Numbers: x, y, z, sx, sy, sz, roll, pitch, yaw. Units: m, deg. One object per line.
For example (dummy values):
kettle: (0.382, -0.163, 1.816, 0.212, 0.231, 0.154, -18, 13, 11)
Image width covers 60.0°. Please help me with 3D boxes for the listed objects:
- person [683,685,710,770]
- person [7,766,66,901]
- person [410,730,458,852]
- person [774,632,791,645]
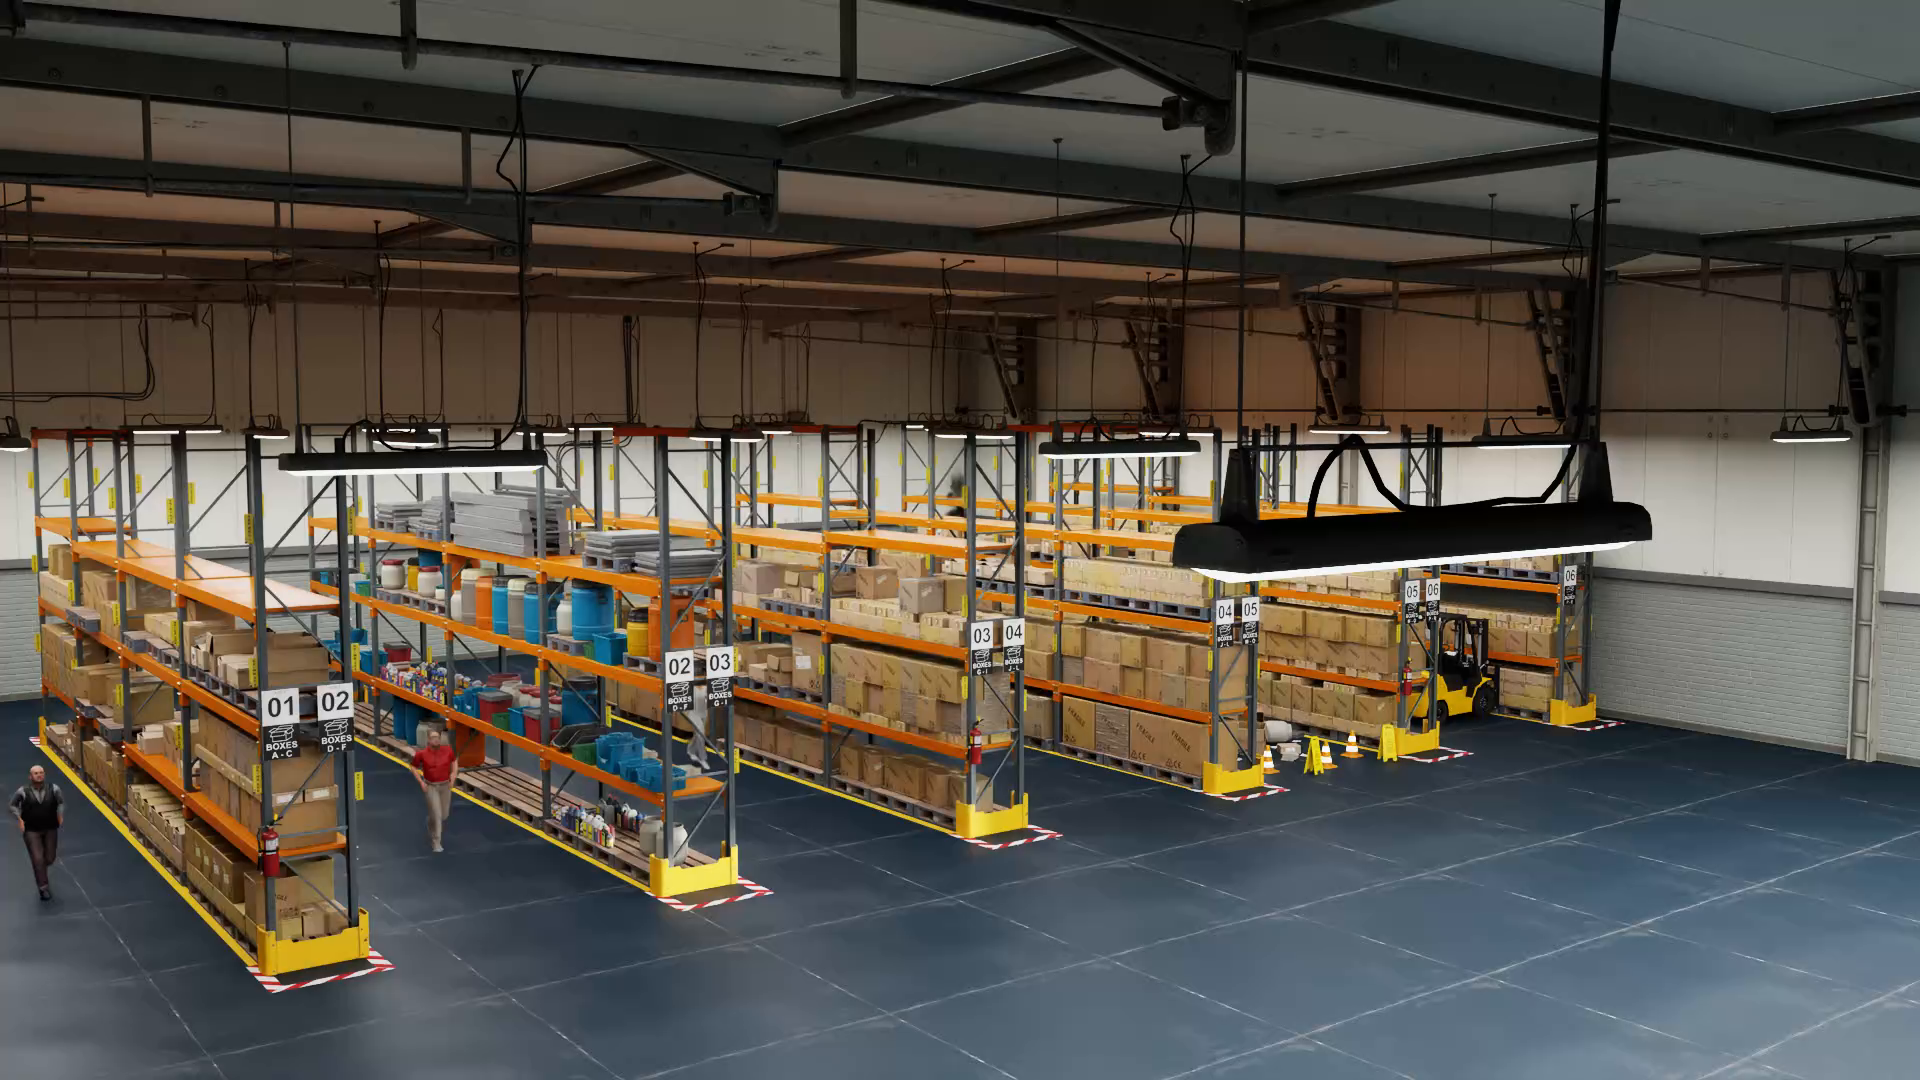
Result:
person: (-4.651, 3.167, 29.528, 0.535, 1.715, 0.856, -4, 6, -41)
person: (-12.026, 3.792, 21.714, 0.662, 1.710, 0.819, -4, 6, -40)
person: (-7.598, 3.605, 24.068, 0.671, 1.757, 0.735, -3, 6, -36)
person: (-4.464, 2.149, 41.725, 0.673, 1.688, 0.718, 1, 5, 17)
